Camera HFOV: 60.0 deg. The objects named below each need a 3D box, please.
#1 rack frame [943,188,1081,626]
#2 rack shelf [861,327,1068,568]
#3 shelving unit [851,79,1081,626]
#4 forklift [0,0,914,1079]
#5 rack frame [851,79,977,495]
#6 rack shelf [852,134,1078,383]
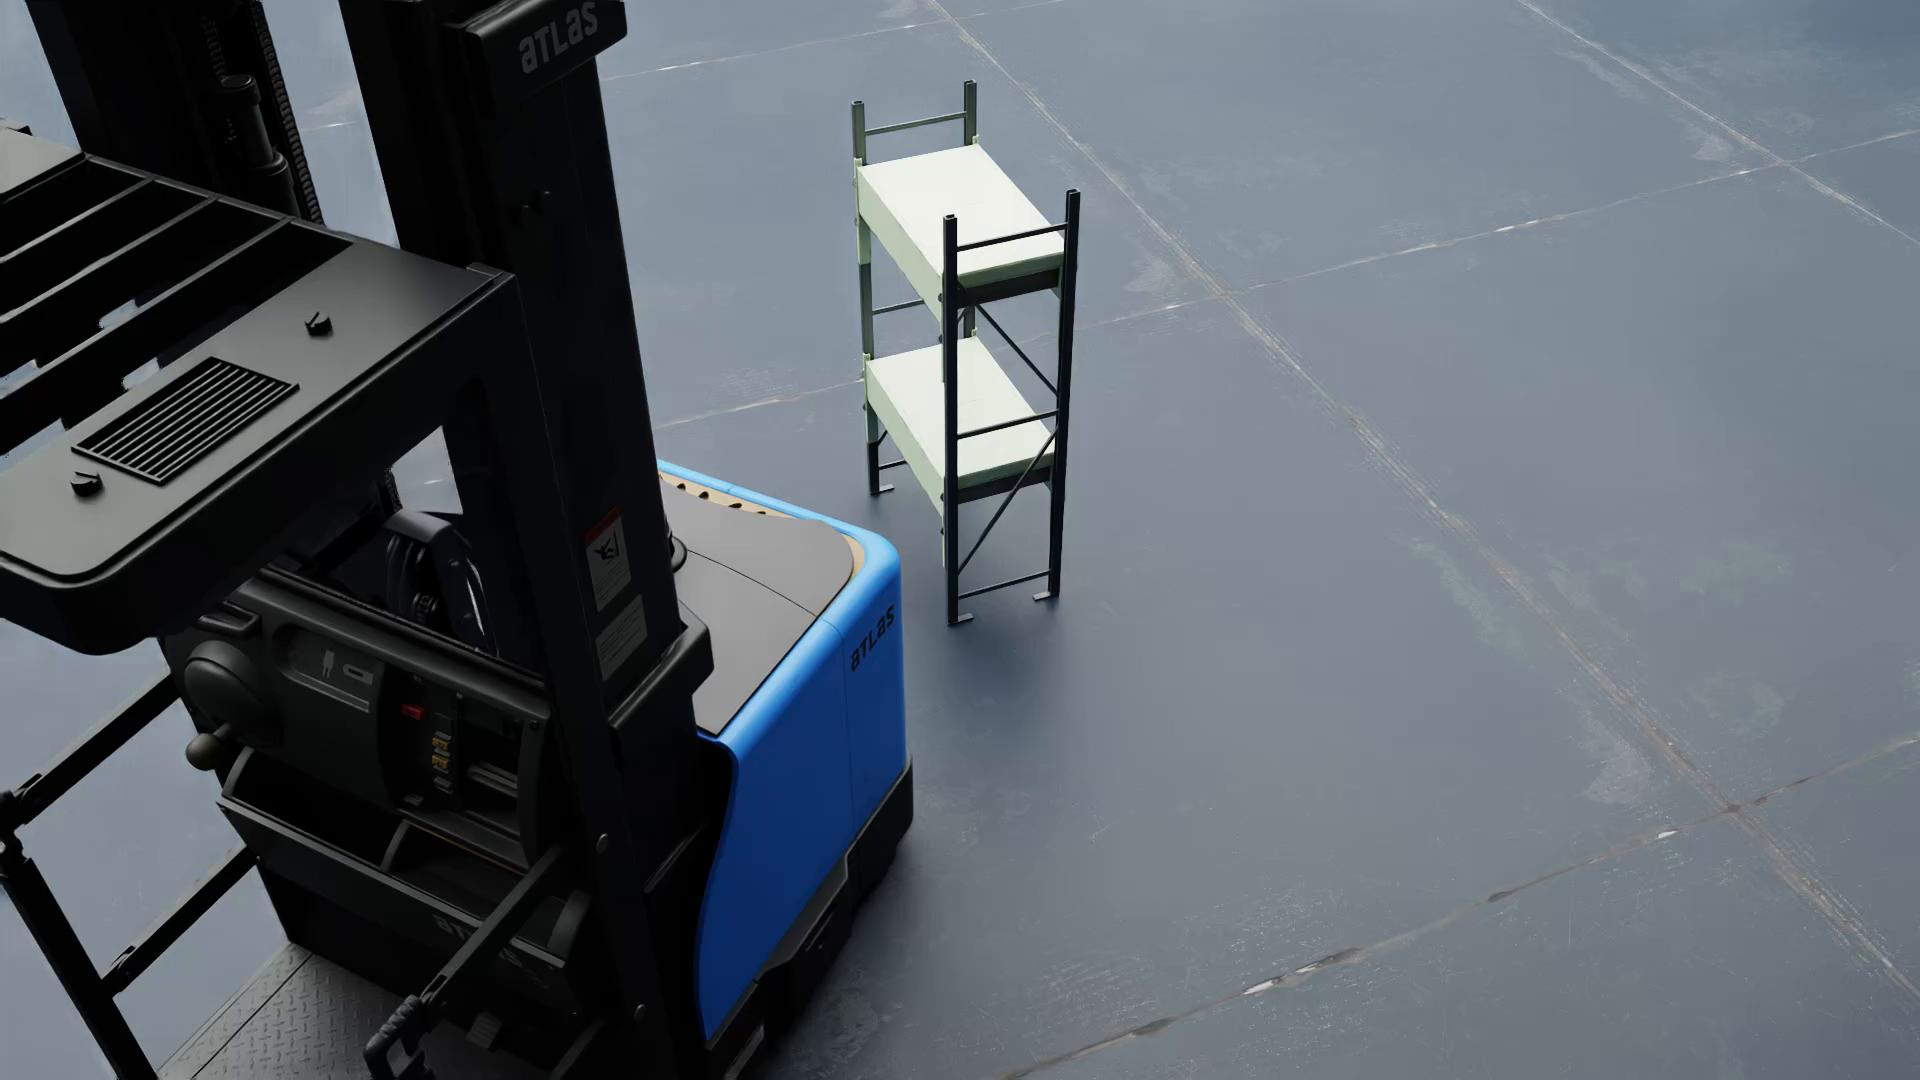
[{"bbox_3d":[0.143,-0.344,5.000,0.400,1.500,0.023,-15,43,-17],"label":"rack frame"},{"bbox_3d":[0.003,-0.317,5.469,0.431,0.370,0.720,-15,43,-17],"label":"rack shelf"},{"bbox_3d":[0.003,-0.565,5.256,0.431,1.500,0.755,-15,43,-17],"label":"shelving unit"},{"bbox_3d":[-1.255,0.415,3.020,1.130,2.935,3.031,19,44,20],"label":"forklift"},{"bbox_3d":[-0.137,-0.785,5.513,0.400,1.500,0.023,-15,43,-17],"label":"rack frame"},{"bbox_3d":[0.003,-0.861,5.002,0.431,0.370,0.720,-15,43,-17],"label":"rack shelf"}]
